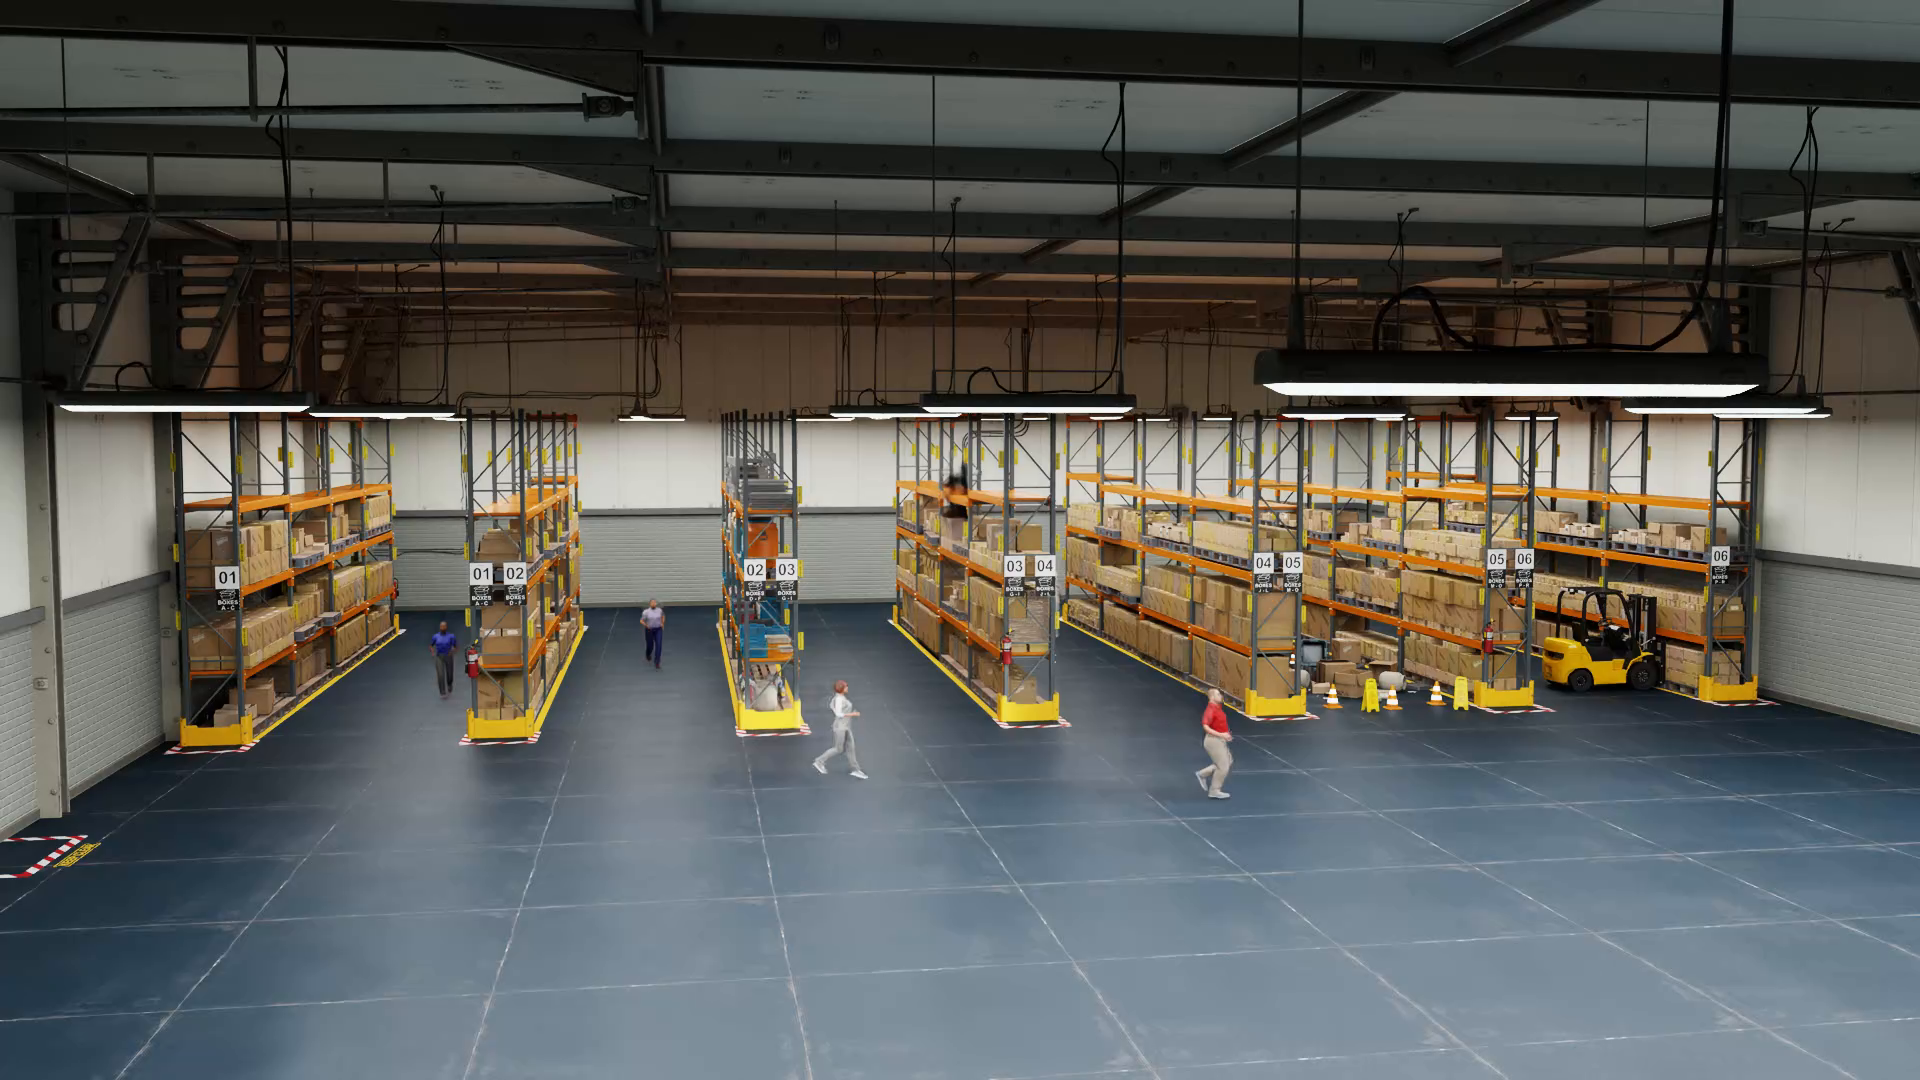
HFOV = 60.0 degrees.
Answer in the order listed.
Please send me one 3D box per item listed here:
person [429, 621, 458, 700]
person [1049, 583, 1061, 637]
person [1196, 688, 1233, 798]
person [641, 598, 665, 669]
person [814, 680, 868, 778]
[{"bbox_3d":[-10.776,2.497,34.696,0.580,1.607,0.681,-1,4,-15],"label":"person"},{"bbox_3d":[2.479,1.748,44.918,0.606,1.666,0.924,-1,4,-14],"label":"person"},{"bbox_3d":[3.914,3.105,25.467,0.603,1.673,0.660,1,4,20],"label":"person"},{"bbox_3d":[-7.223,2.190,39.208,0.607,1.648,0.841,-1,4,-20],"label":"person"},{"bbox_3d":[-1.917,3.039,26.719,0.877,1.596,0.537,0,4,7],"label":"person"}]
